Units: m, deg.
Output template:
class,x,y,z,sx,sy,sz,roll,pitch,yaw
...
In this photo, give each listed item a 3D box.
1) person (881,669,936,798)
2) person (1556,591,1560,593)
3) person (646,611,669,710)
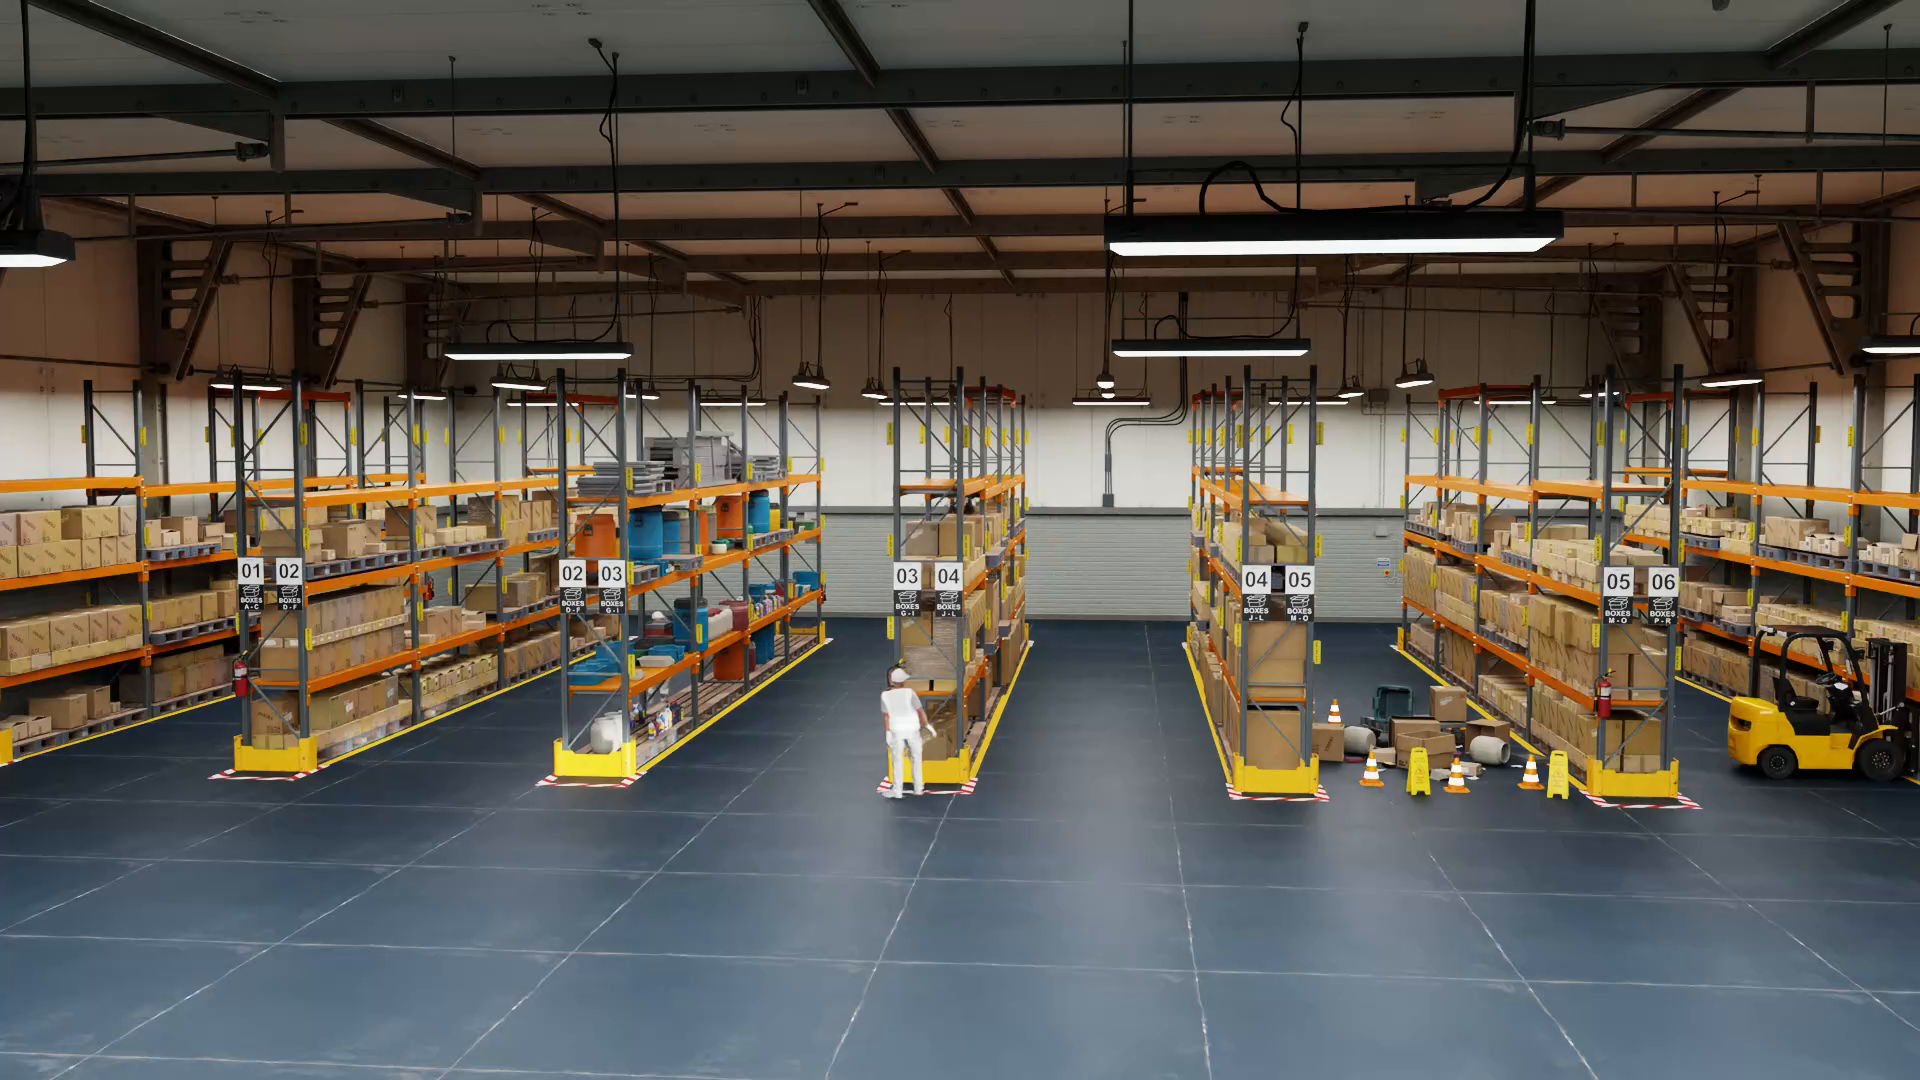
class,x,y,z,sx,sy,sz,roll,pitch,yaw
person,-0.709,2.667,23.062,0.760,1.794,0.481,0,4,1
person,13.279,1.882,36.887,0.429,1.673,0.471,1,4,15
person,-5.533,2.234,30.678,0.596,1.838,0.422,-3,5,-41
